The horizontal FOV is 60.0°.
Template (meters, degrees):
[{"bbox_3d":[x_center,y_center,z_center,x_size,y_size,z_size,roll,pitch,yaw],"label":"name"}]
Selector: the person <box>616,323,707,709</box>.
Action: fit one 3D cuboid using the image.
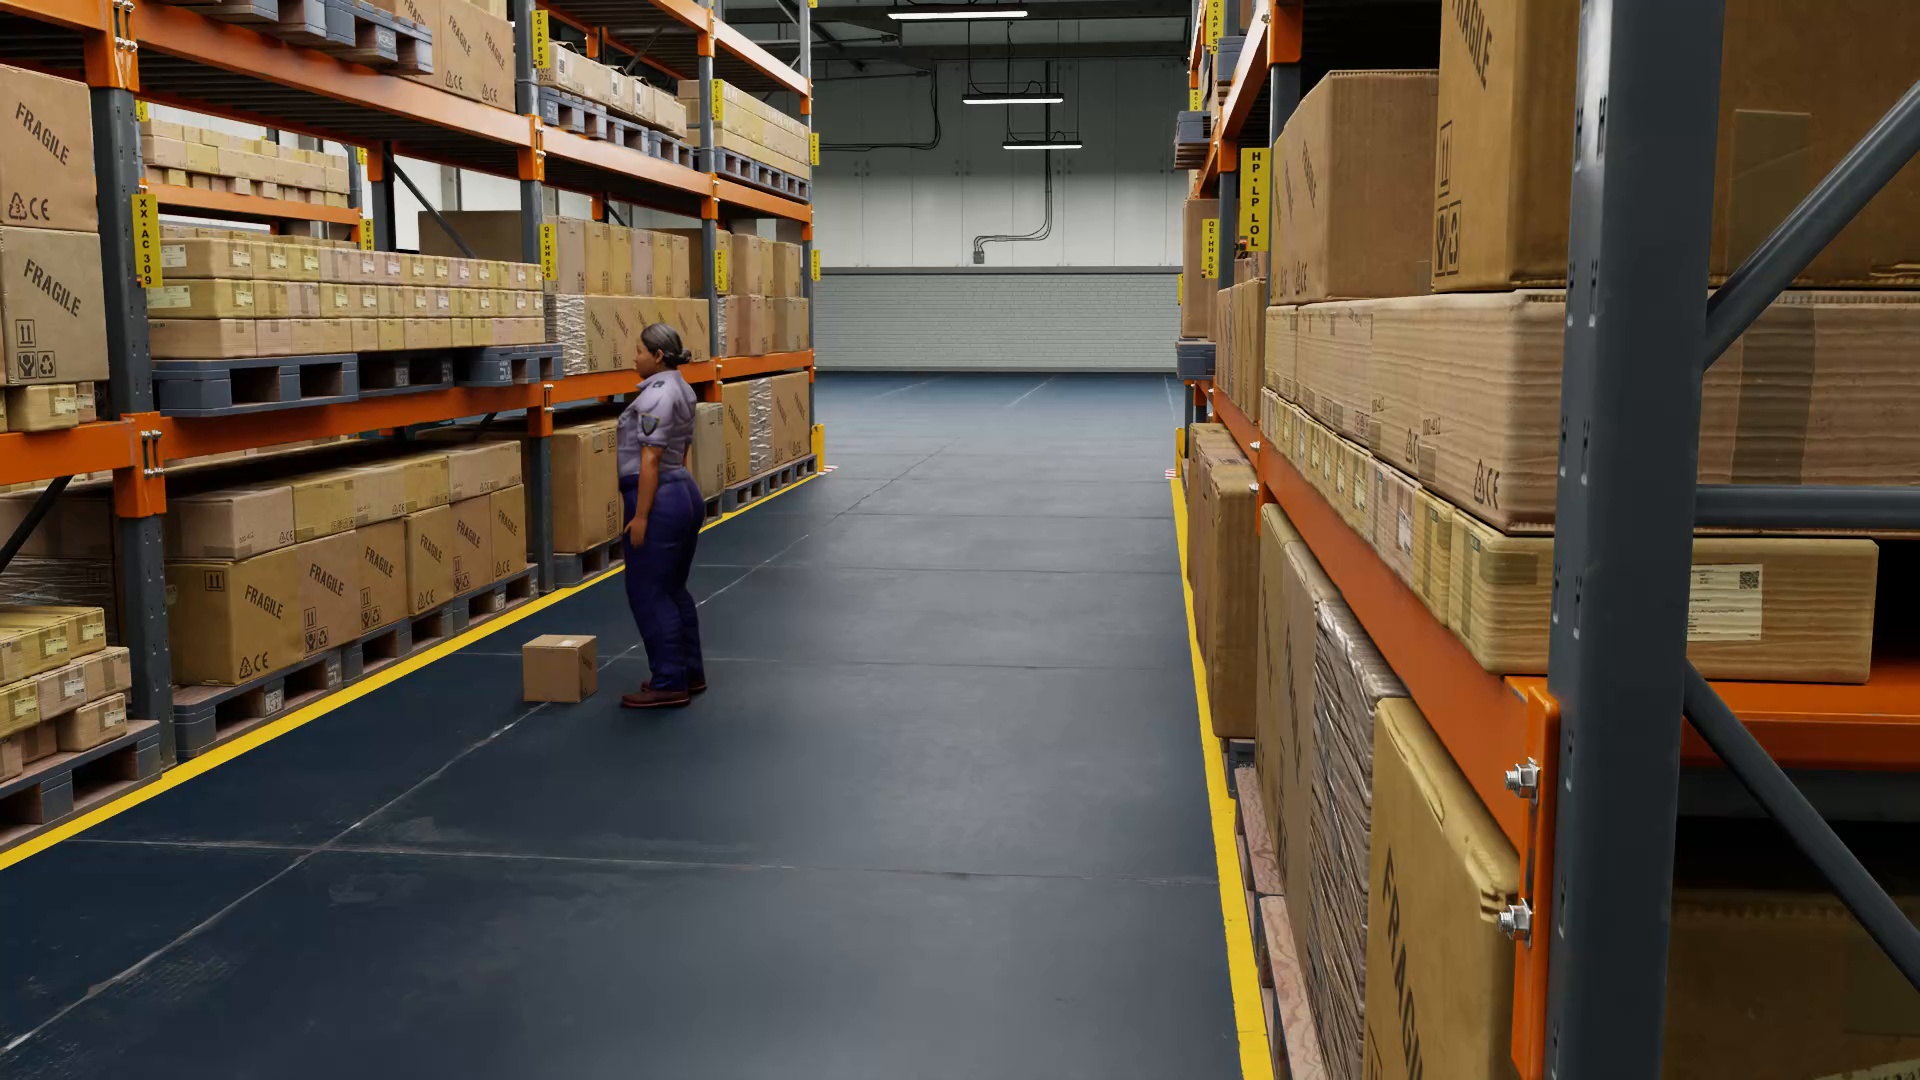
[{"bbox_3d":[-1.303,-0.109,7.194,0.342,1.642,0.468,1,8,8],"label":"person"}]
